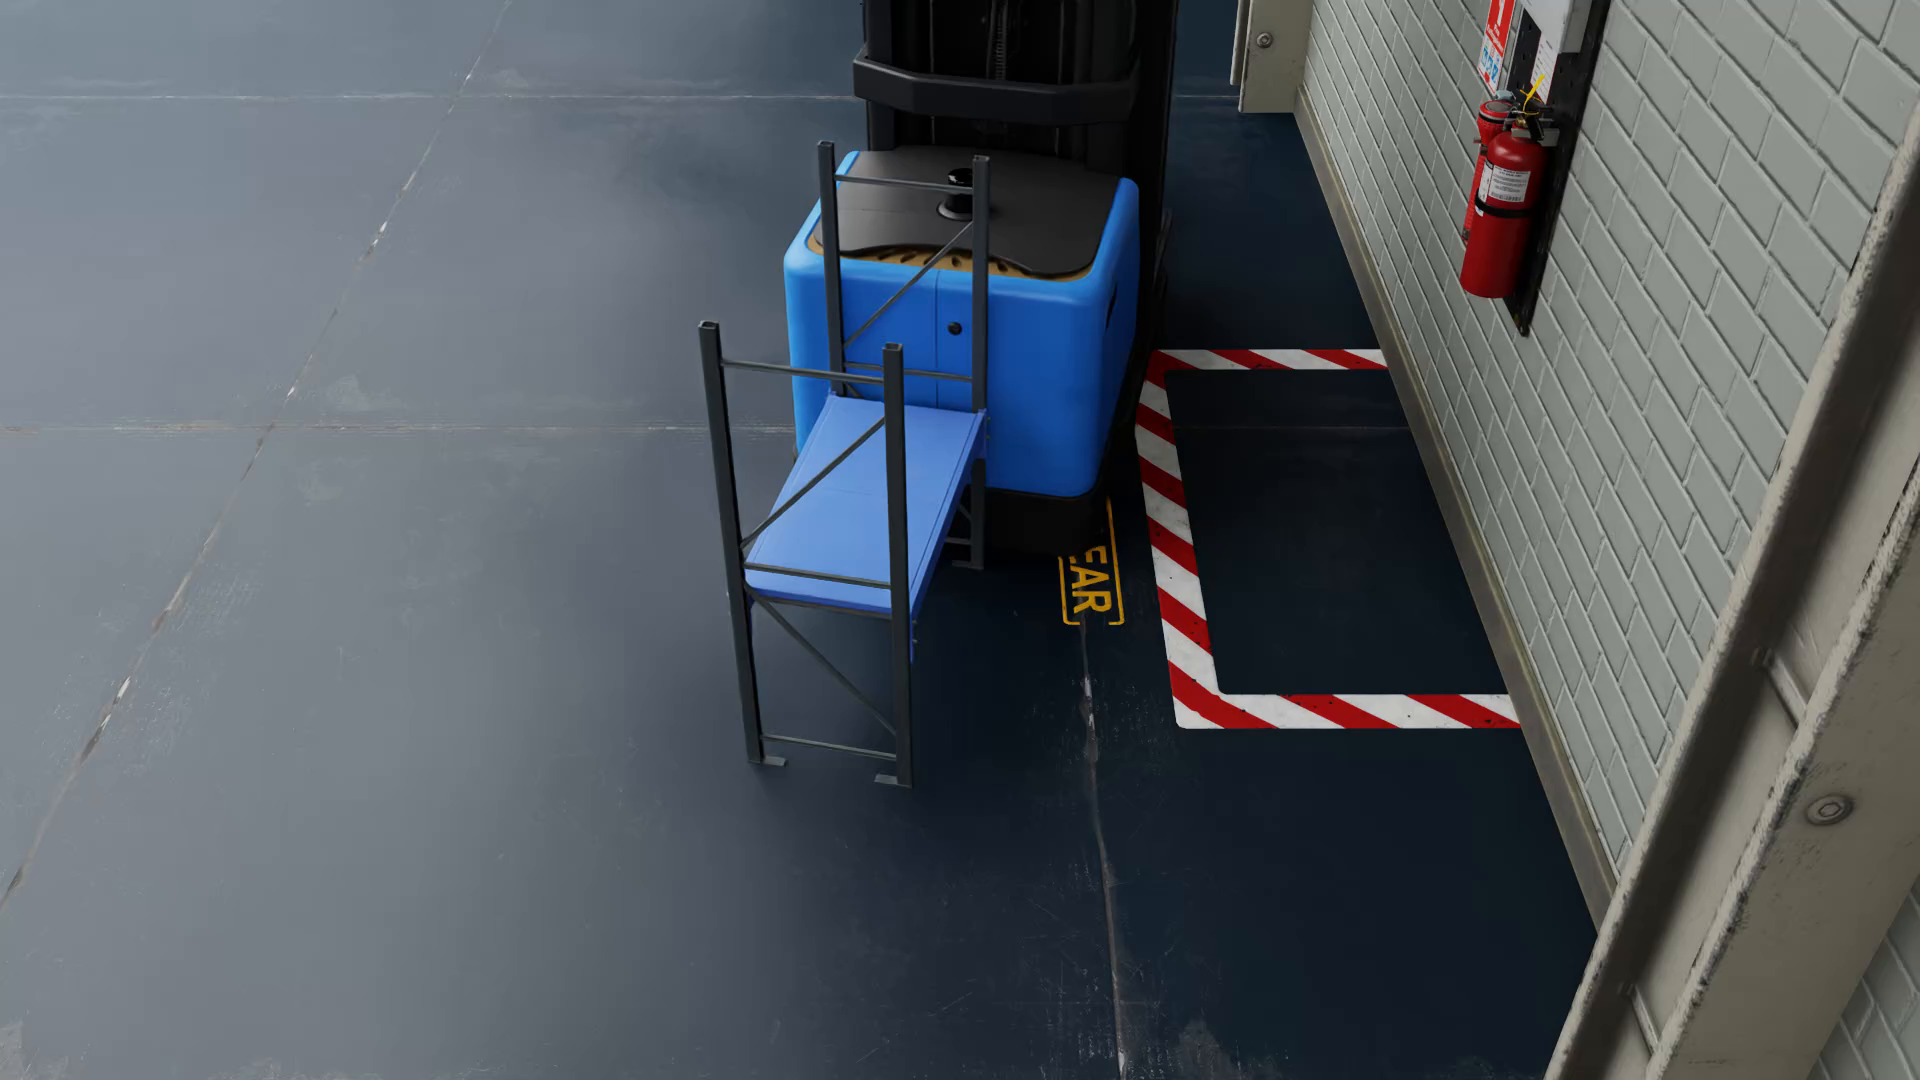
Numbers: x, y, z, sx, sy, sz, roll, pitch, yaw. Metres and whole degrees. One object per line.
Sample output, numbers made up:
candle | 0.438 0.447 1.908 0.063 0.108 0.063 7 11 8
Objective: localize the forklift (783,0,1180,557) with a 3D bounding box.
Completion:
forklift | 0.253 -2.014 5.919 1.130 2.935 3.031 8 39 10

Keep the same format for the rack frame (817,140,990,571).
rack frame | -0.163 -0.523 5.204 0.500 1.500 0.032 8 39 10

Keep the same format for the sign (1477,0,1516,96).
sign | 1.724 -1.624 5.349 0.001 0.329 0.234 0 39 0

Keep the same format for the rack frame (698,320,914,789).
rack frame | -0.382 0.098 4.429 0.500 1.500 0.032 8 39 10

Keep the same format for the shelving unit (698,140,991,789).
shelving unit | -0.272 -0.213 4.816 0.538 1.500 1.048 8 39 10

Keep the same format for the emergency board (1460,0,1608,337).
emergency board | 1.621 -1.264 4.929 0.194 1.169 0.643 0 39 0

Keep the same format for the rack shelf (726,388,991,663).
rack shelf | -0.272 -0.073 4.929 0.538 0.185 1.000 8 39 10

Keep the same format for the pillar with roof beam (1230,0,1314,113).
pillar with roof beam | -2.726 -5.809 5.803 9.100 9.000 0.400 0 39 0

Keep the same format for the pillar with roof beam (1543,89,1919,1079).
pillar with roof beam | -2.719 -2.057 1.121 9.100 9.000 0.400 0 39 0
